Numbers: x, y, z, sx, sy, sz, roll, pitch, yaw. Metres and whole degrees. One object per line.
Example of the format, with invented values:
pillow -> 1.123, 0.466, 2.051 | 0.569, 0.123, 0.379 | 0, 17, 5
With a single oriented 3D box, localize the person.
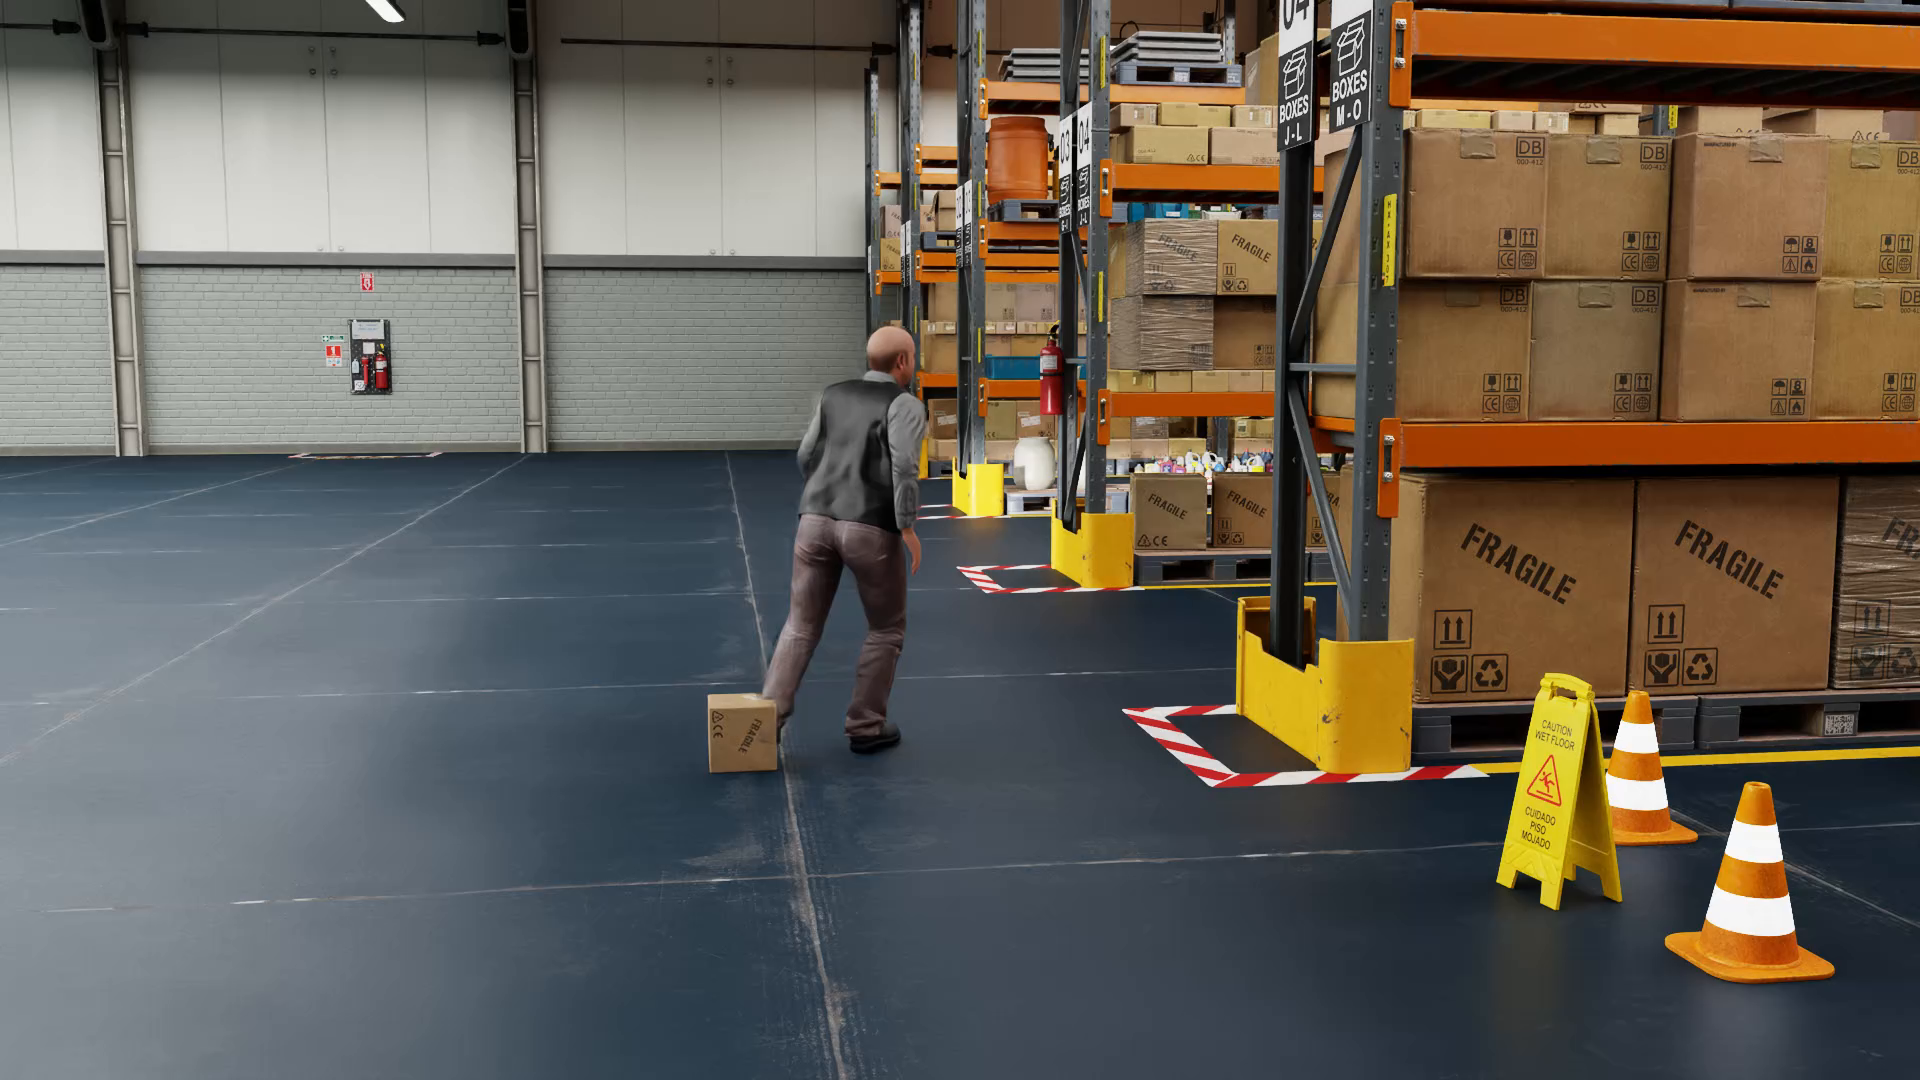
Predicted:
person -> -0.450, -0.001, 6.547 | 0.694, 1.671, 0.804 | 3, 7, 23
